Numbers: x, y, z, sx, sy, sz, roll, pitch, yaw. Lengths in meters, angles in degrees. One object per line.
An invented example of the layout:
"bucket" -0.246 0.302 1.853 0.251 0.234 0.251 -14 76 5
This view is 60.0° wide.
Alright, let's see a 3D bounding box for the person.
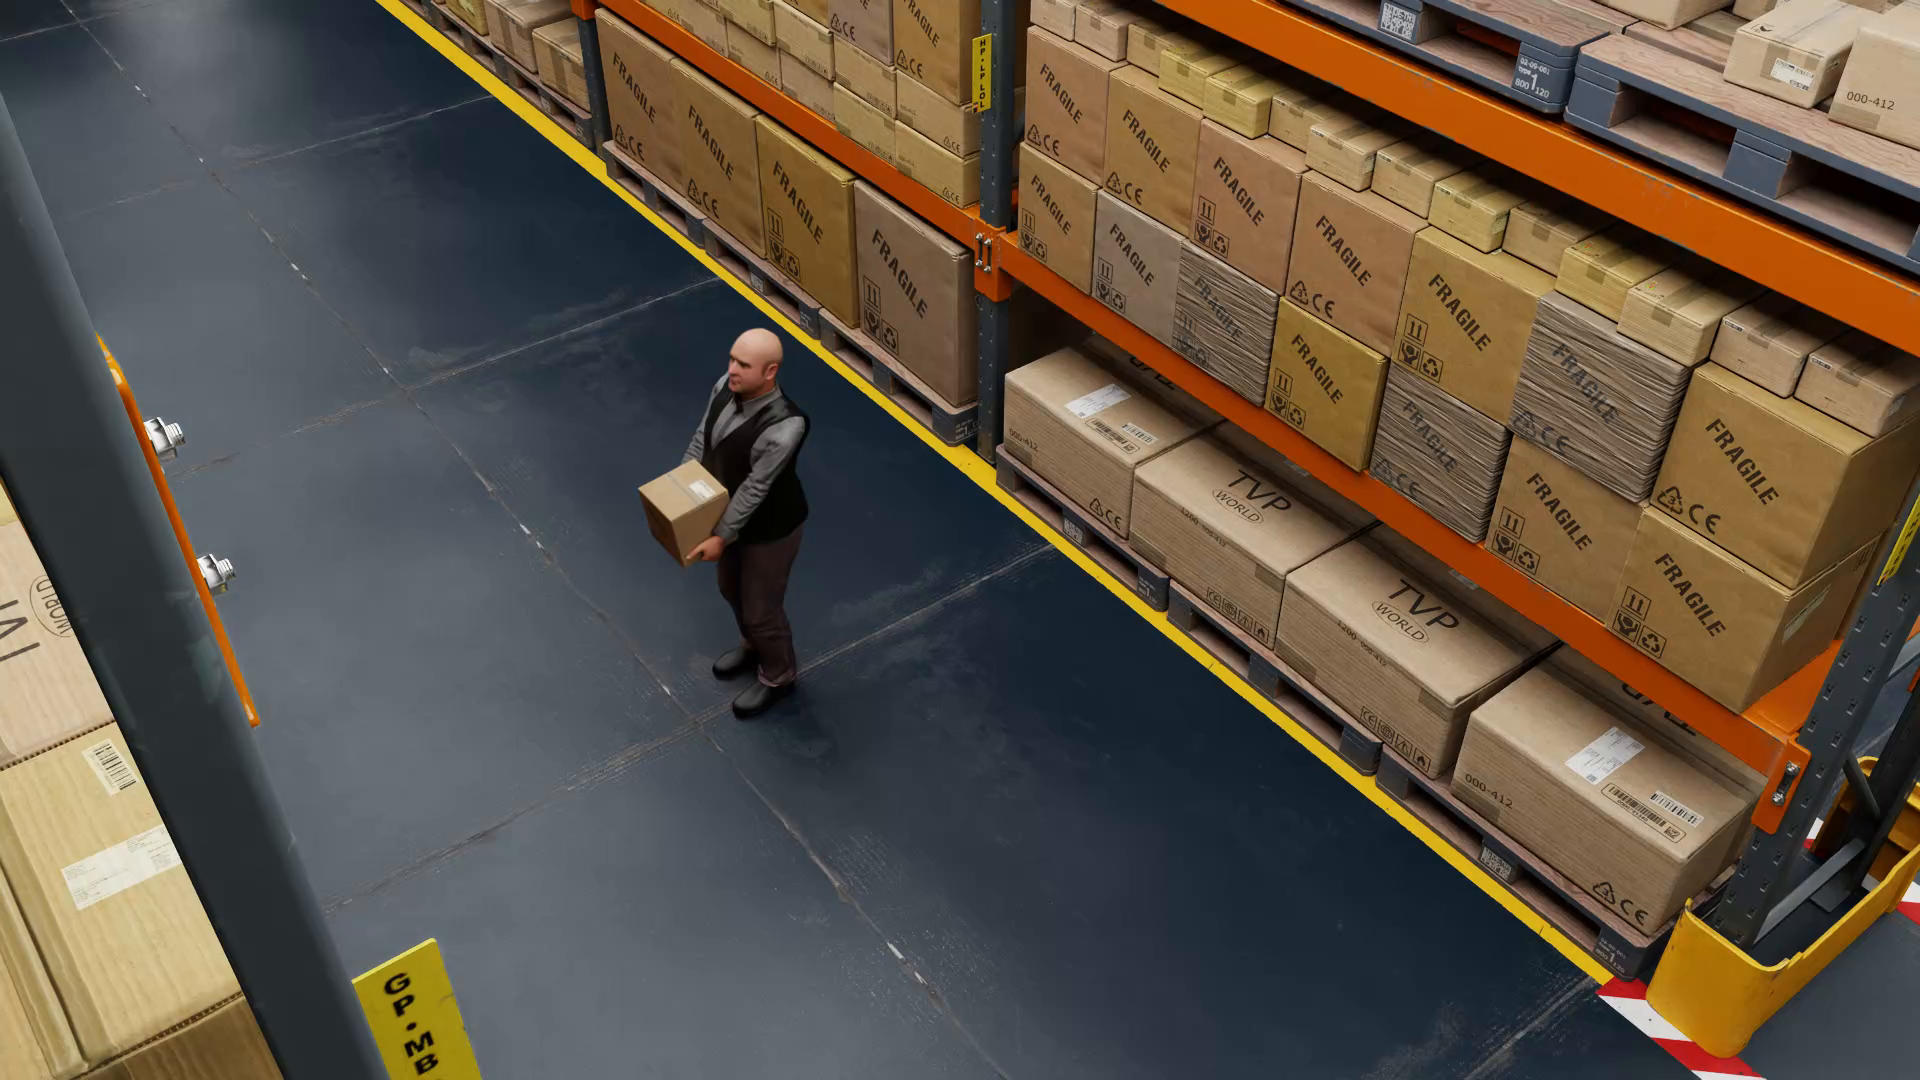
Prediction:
"person" -0.871 -0.036 6.487 0.559 1.711 0.494 -26 47 -28
